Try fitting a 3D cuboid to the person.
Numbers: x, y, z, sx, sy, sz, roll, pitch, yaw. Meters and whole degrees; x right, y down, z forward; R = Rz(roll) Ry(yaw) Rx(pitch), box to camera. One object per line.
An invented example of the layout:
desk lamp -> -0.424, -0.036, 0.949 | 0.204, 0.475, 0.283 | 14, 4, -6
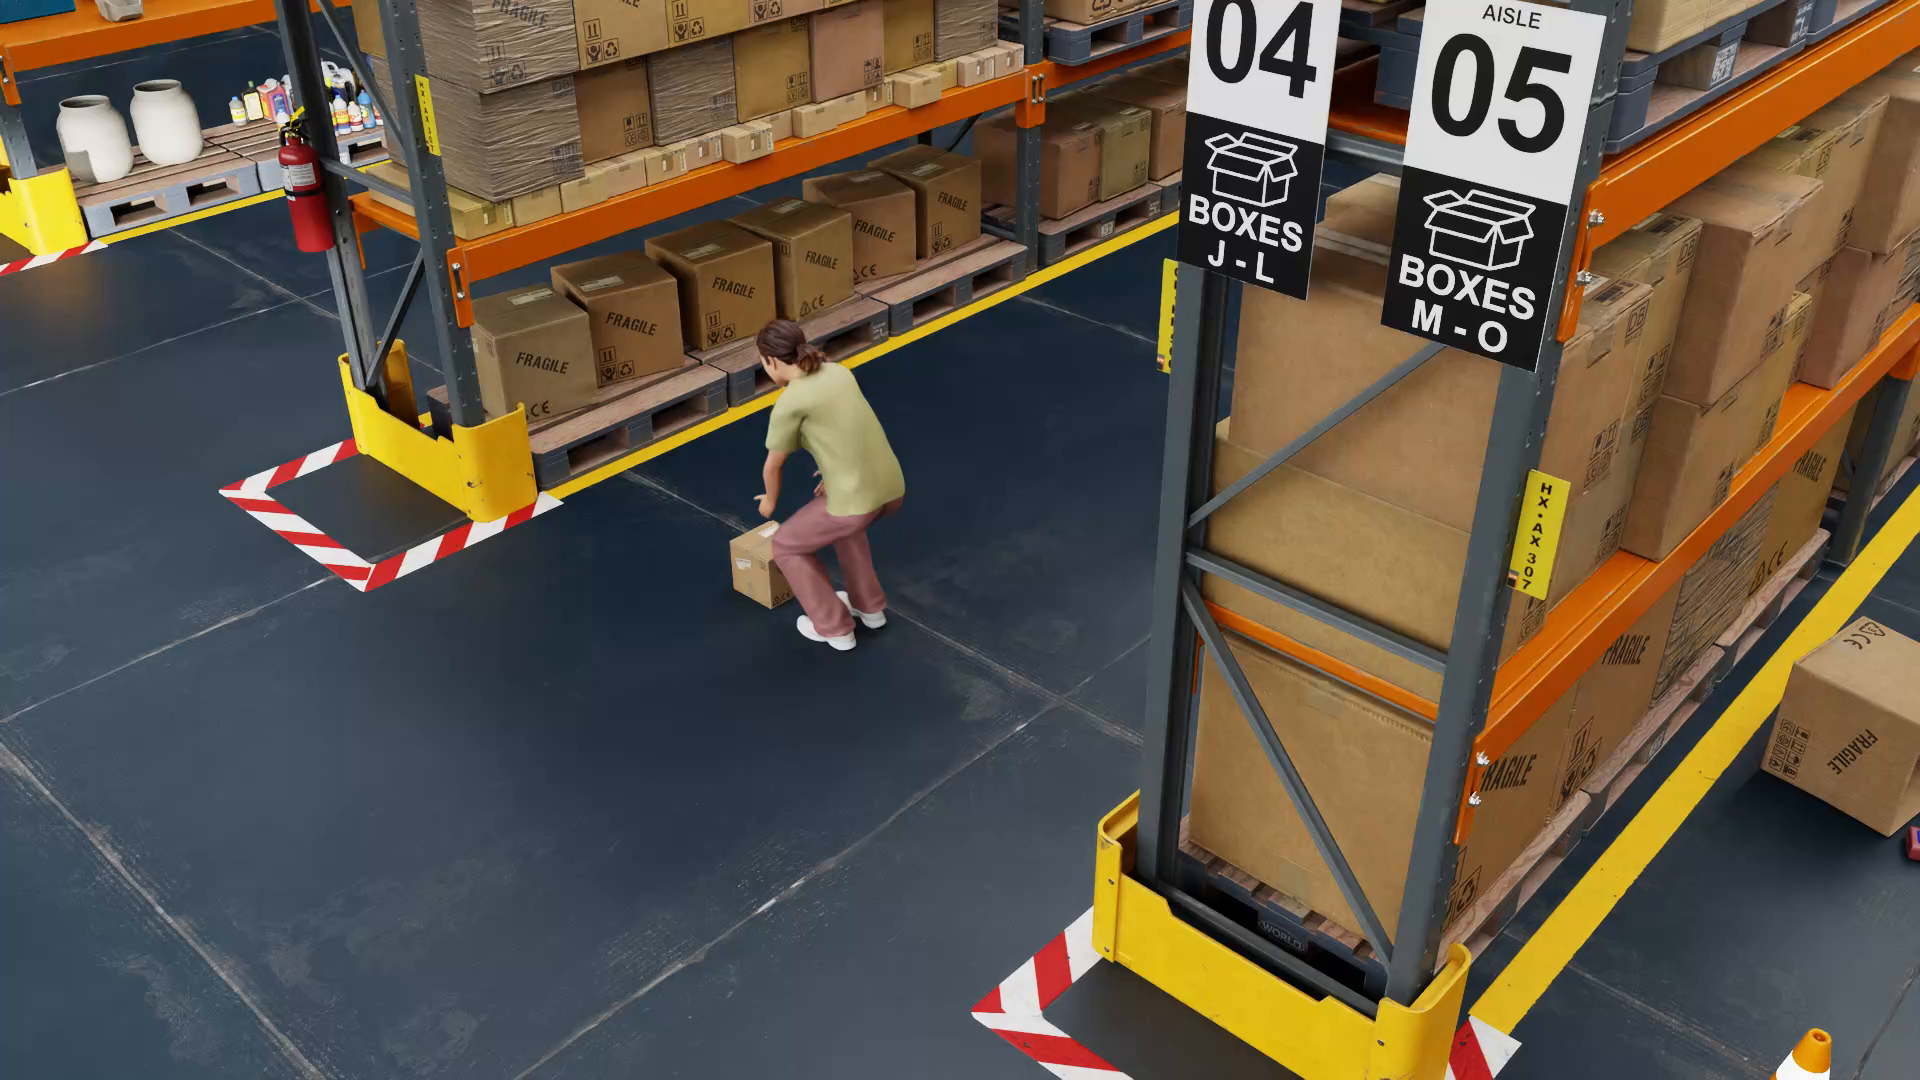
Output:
person -> -0.548, -0.207, 6.781 | 0.651, 1.362, 0.510 | 25, 40, 35
